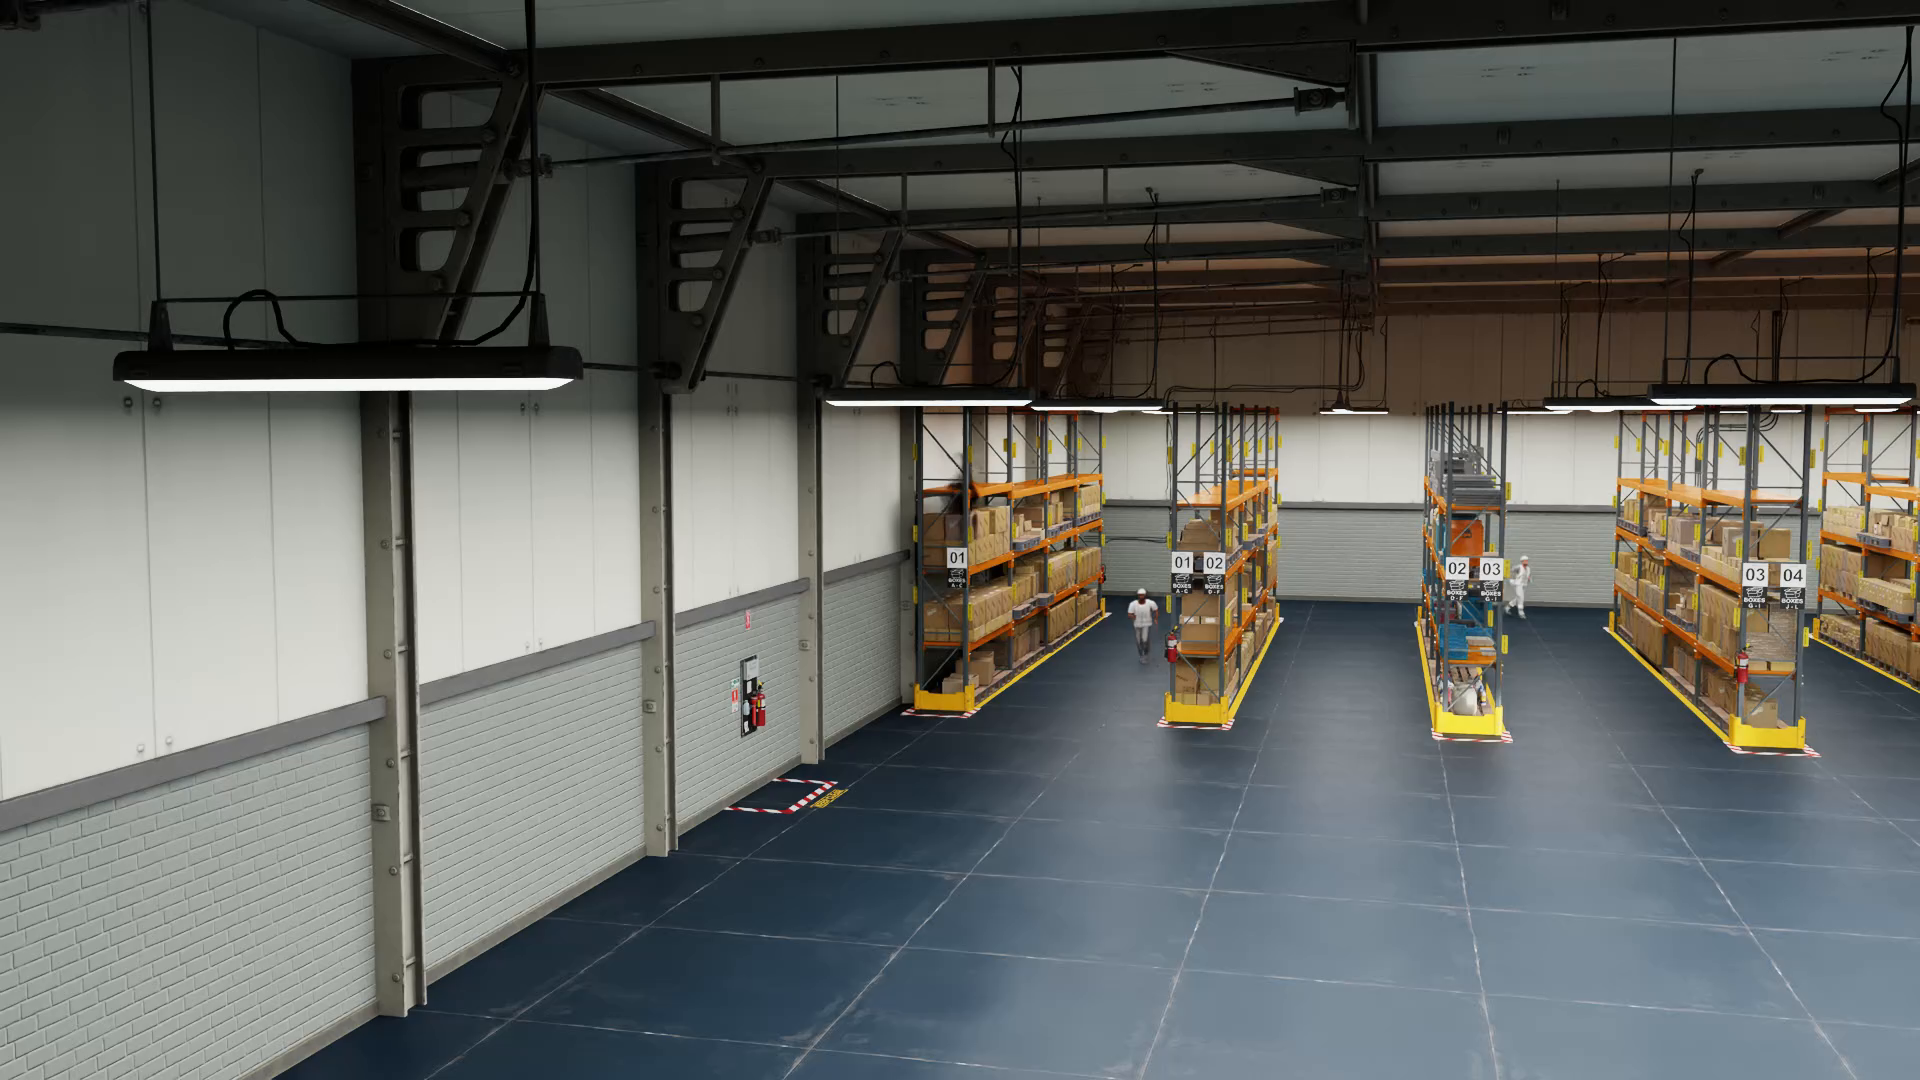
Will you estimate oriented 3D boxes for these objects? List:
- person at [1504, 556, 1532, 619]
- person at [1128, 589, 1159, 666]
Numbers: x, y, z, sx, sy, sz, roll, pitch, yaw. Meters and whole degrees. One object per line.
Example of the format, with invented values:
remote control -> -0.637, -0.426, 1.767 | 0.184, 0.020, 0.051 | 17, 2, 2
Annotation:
person -> 15.992, 1.320, 47.460 | 0.707, 1.738, 0.966 | -3, 5, -32
person -> 4.211, 2.011, 38.402 | 0.672, 1.786, 0.805 | 1, 4, 17
